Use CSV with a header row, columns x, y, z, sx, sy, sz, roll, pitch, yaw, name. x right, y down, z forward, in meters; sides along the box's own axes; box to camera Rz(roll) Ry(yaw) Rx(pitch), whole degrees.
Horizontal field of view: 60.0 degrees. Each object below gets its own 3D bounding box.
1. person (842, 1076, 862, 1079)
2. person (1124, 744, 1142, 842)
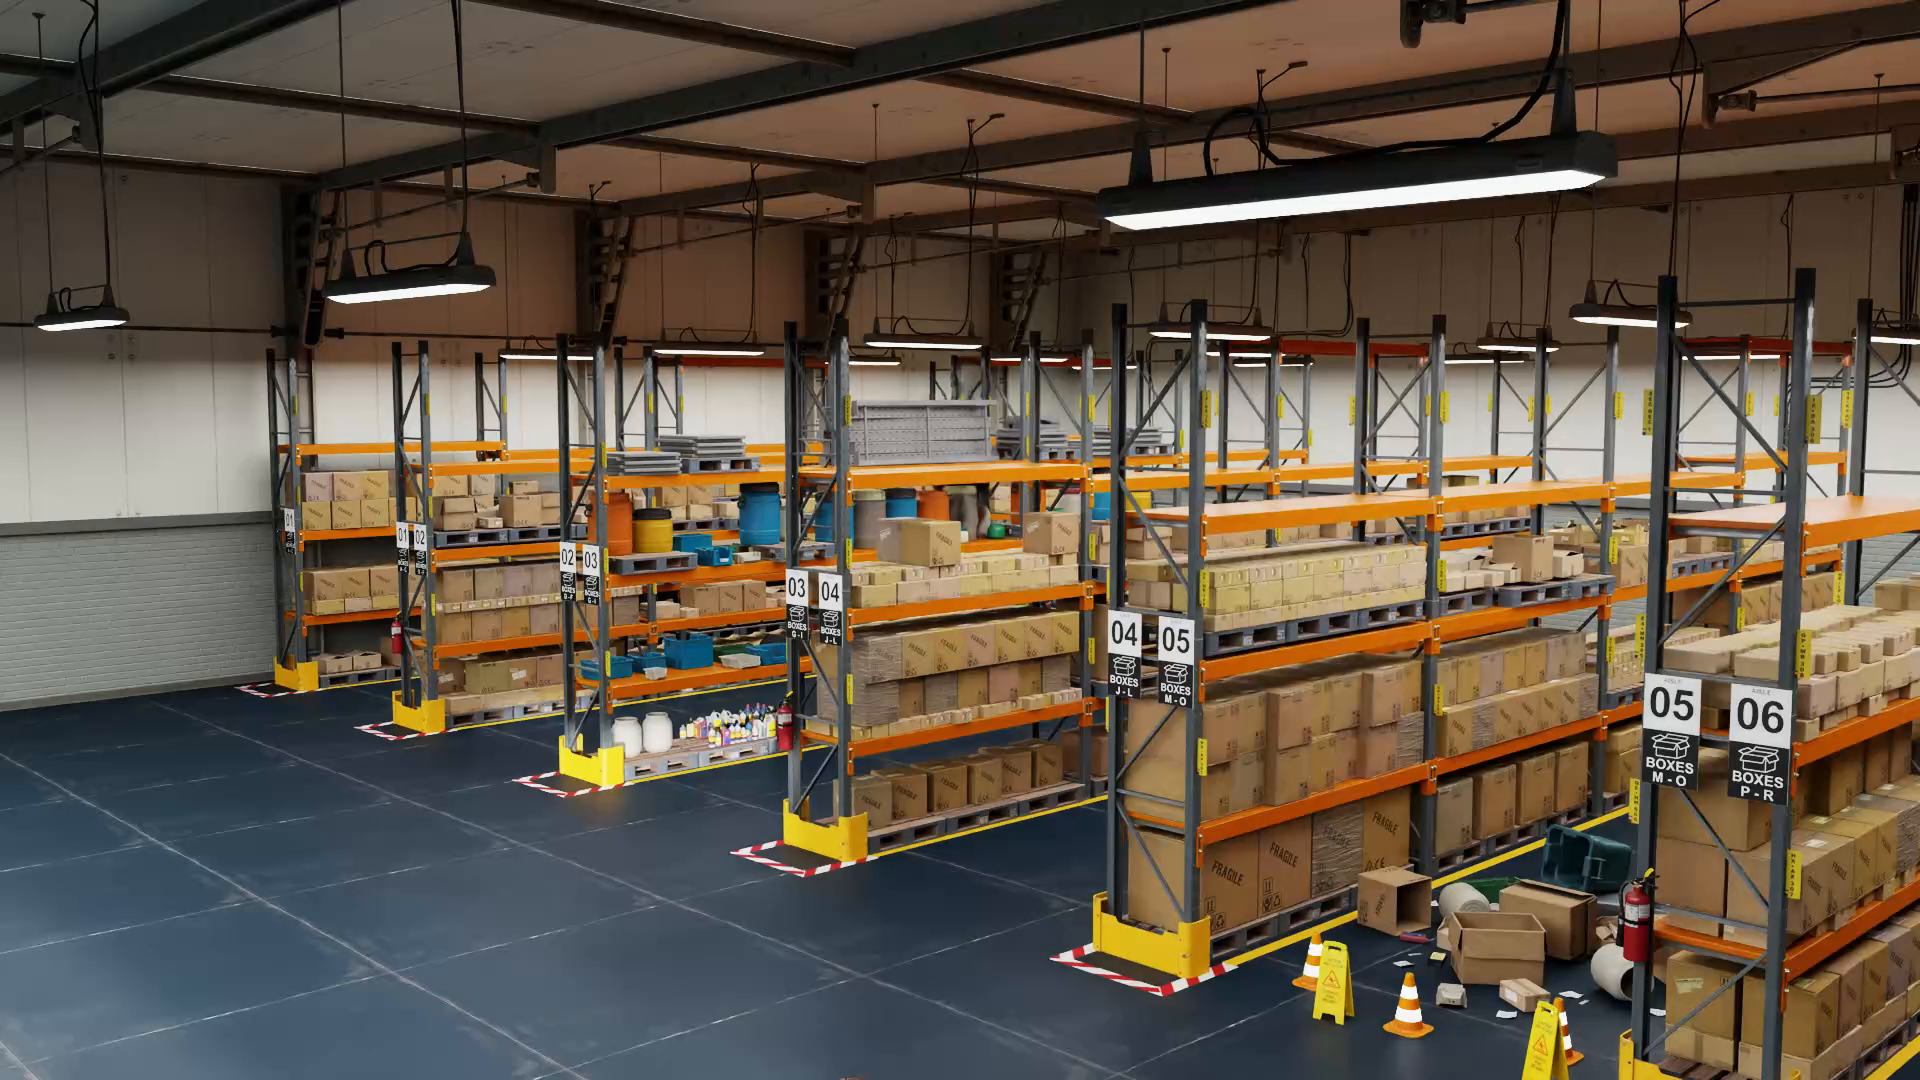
x,y,z,sx,sy,sz,roll,pitch,yaw,name
-0.511,3.606,8.689,0.588,1.627,0.686,1,5,8,person
1.906,2.779,17.809,0.645,1.681,0.592,5,7,43,person
